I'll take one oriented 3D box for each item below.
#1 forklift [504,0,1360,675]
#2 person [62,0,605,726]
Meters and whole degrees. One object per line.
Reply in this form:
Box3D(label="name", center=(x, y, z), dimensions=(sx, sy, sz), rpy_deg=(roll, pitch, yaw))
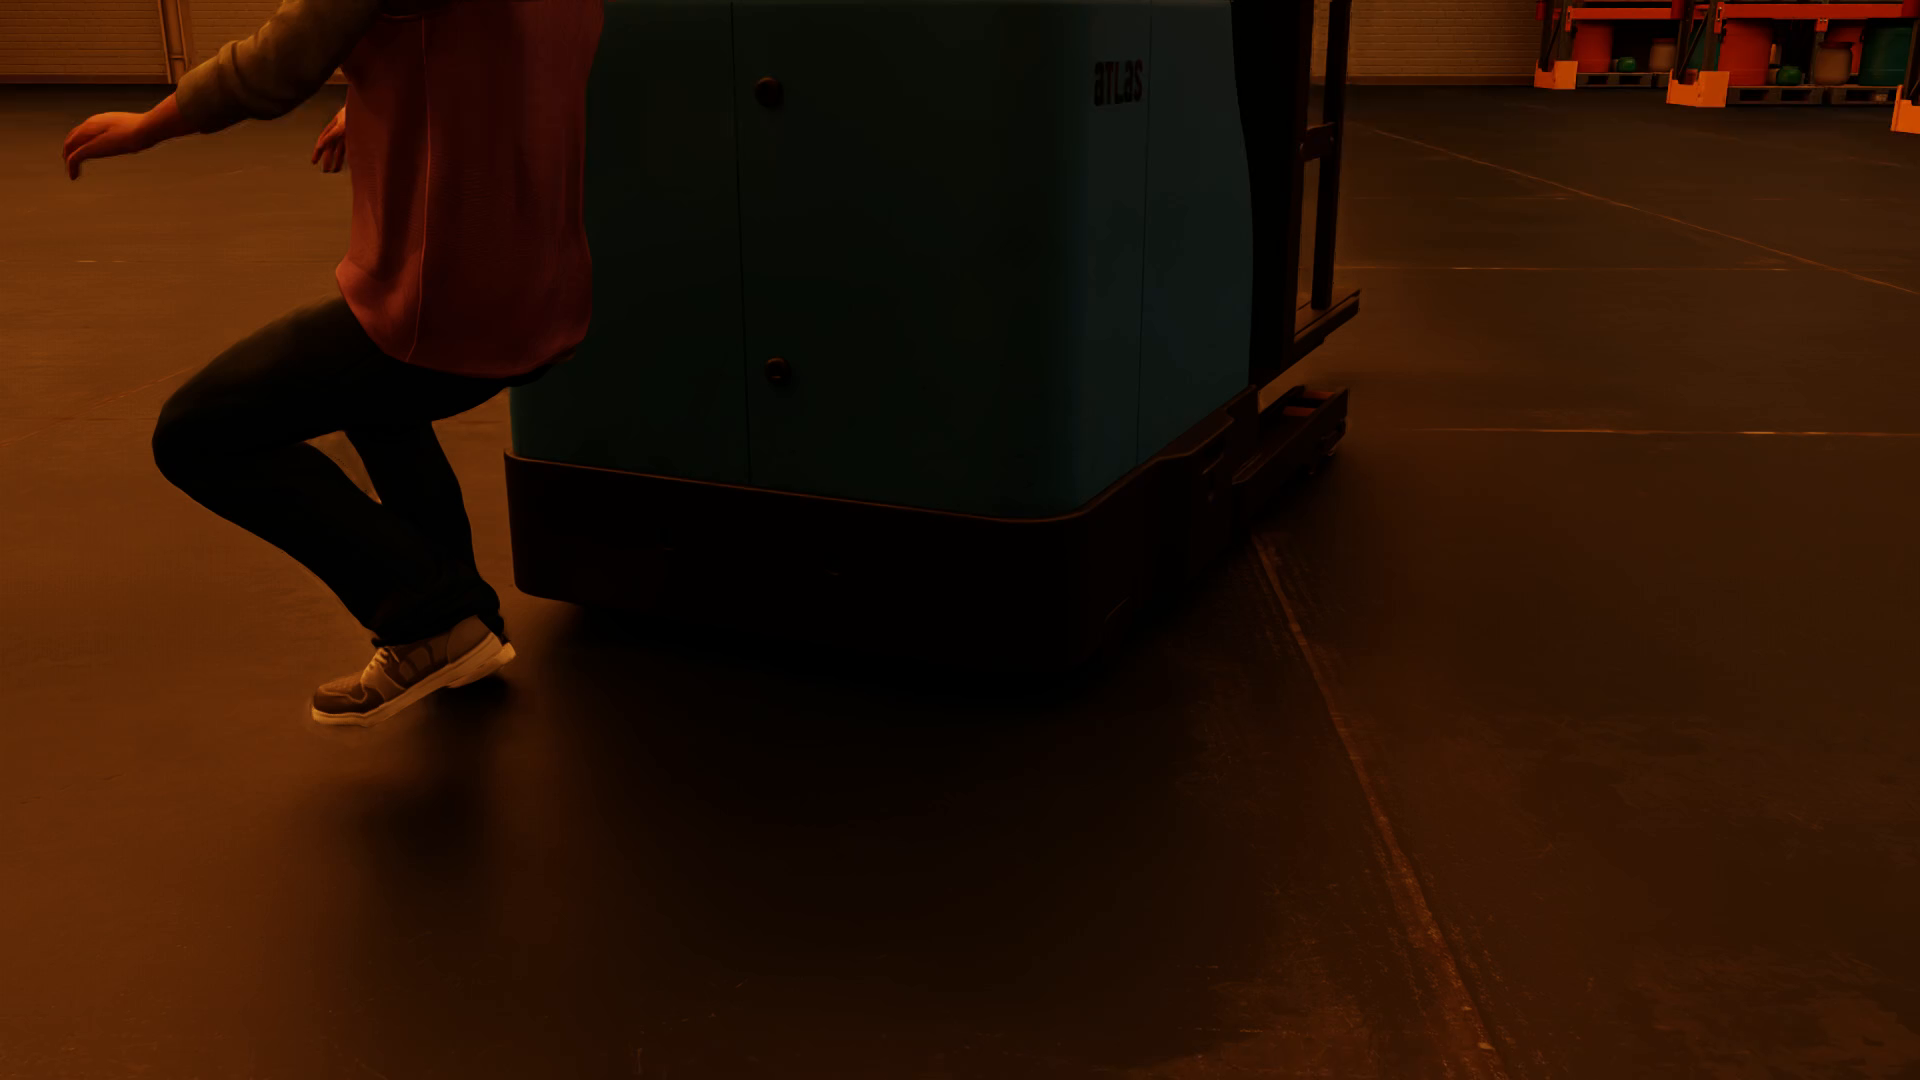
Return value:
Box3D(label="forklift", center=(0.292, -1.592, 3.555), dimensions=(1.130, 2.935, 3.031), rpy_deg=(8, 19, 23))
Box3D(label="person", center=(-0.744, -0.346, 2.179), dimensions=(0.582, 1.464, 0.695), rpy_deg=(3, 18, 10))
